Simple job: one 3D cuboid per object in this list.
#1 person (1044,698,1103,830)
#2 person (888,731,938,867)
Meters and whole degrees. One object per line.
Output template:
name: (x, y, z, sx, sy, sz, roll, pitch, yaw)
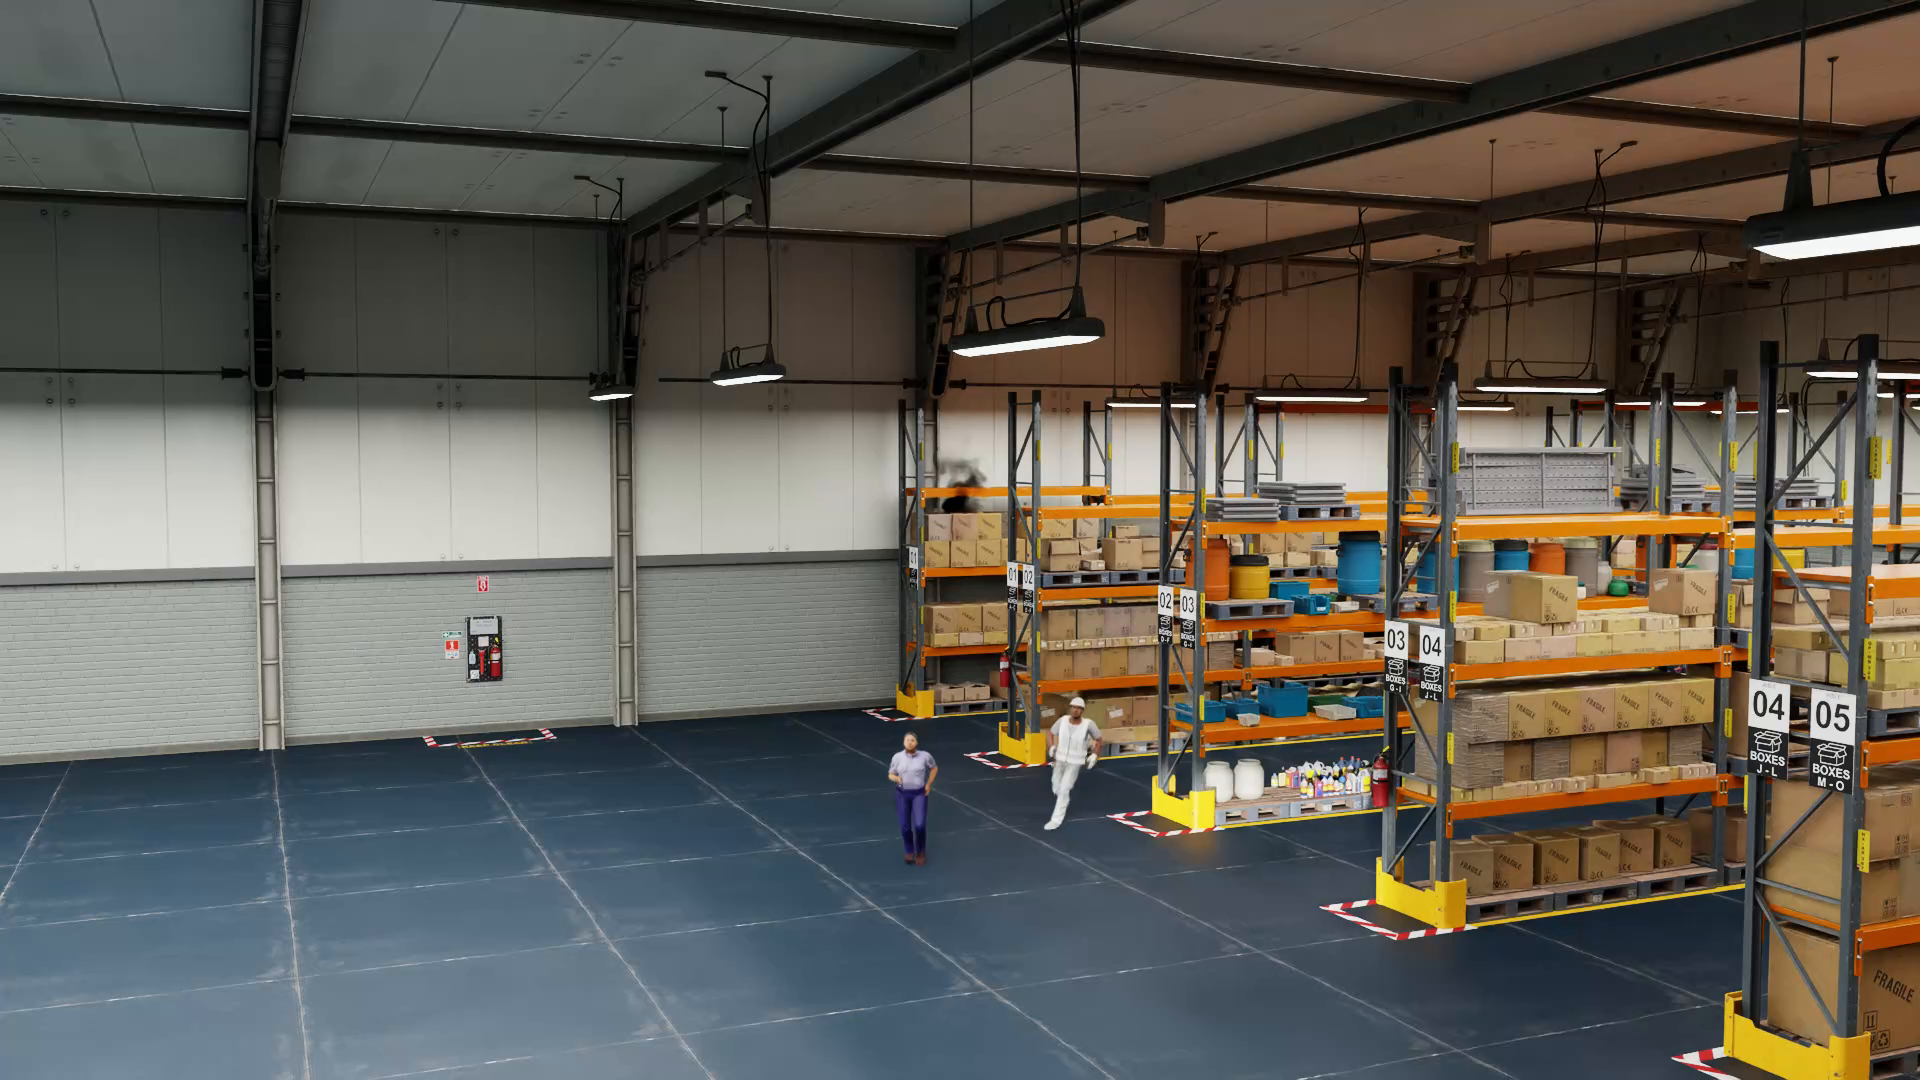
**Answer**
person: (1.506, 2.980, 22.347, 0.744, 1.737, 0.911, 1, 4, 24)
person: (-0.585, 3.170, 20.273, 0.589, 1.642, 0.632, 0, 3, 4)
